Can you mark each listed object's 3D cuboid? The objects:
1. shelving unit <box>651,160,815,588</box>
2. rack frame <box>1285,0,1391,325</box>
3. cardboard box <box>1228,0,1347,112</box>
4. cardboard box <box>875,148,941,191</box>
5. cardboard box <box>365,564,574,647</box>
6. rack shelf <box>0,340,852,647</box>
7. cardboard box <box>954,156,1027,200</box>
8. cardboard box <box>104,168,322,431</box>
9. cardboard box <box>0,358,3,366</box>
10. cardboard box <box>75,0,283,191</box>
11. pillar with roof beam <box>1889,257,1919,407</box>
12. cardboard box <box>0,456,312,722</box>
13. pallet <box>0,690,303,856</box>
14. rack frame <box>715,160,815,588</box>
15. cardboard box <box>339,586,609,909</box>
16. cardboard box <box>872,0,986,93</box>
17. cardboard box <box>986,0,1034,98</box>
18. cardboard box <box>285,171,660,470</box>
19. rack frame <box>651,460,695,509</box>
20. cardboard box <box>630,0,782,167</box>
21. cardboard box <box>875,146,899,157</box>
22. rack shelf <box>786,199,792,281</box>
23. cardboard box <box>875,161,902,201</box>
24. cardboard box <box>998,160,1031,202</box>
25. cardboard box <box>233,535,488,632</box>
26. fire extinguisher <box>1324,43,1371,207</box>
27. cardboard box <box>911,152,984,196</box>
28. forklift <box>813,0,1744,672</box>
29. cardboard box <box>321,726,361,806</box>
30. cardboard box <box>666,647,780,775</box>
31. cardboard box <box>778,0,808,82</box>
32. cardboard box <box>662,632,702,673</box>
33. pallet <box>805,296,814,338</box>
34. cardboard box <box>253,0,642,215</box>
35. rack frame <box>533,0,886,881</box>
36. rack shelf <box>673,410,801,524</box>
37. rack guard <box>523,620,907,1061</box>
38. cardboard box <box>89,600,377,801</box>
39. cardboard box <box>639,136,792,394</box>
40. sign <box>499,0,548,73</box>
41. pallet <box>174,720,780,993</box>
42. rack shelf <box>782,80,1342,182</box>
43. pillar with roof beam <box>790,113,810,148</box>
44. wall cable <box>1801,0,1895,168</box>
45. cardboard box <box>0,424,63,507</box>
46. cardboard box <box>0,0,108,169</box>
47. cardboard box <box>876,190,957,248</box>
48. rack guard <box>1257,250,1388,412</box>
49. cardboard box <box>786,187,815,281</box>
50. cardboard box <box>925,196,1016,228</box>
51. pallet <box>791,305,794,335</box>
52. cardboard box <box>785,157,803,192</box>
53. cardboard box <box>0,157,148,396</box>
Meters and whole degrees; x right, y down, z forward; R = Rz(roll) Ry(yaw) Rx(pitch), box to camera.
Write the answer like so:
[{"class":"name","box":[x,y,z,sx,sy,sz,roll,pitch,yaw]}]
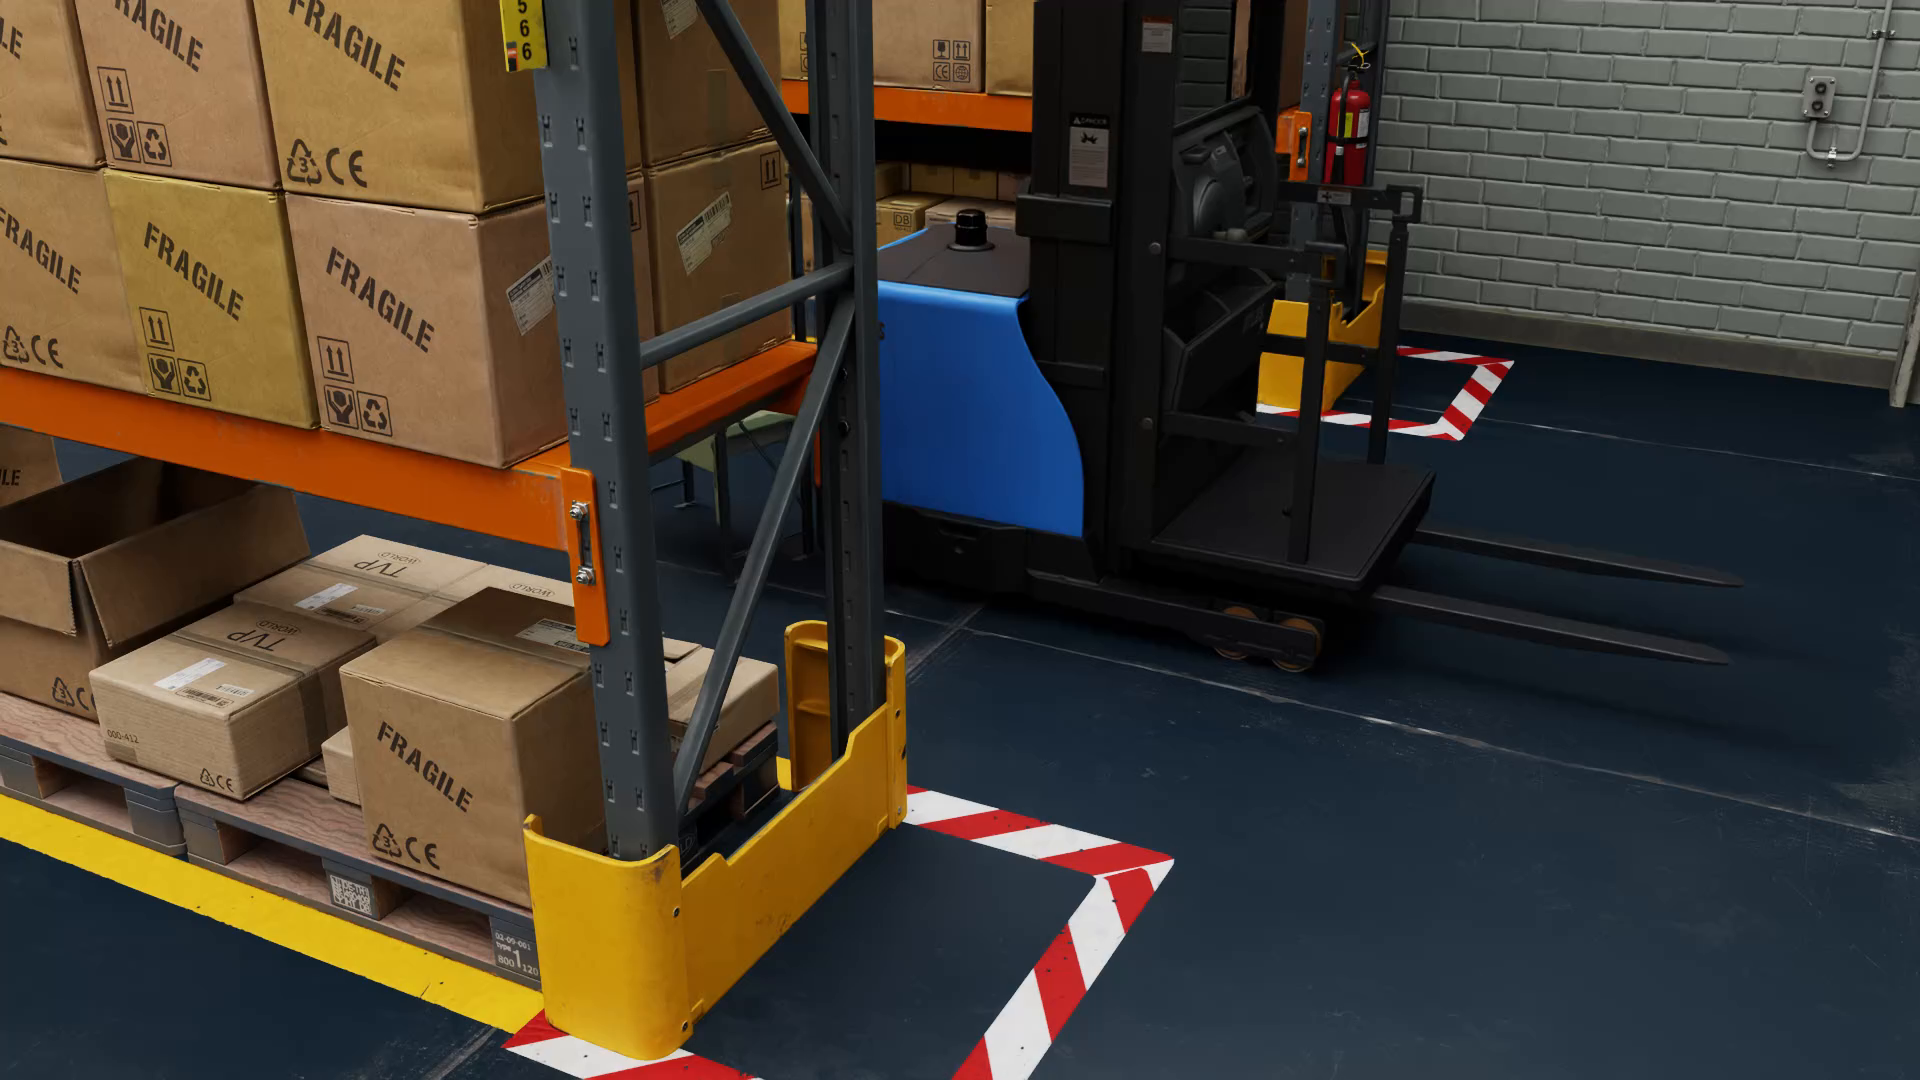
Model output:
[{"class":"shelving unit","box":[-0.942,-0.680,5.933,0.431,1.500,0.755,-21,31,-40]},{"class":"rack frame","box":[1.762,-2.196,7.581,0.127,3.000,1.000,11,25,25]},{"class":"cardboard box","box":[1.302,-2.421,7.726,0.700,0.700,0.980,12,26,27]},{"class":"cardboard box","box":[-0.295,-1.987,8.919,0.250,0.149,0.380,11,26,25]},{"class":"cardboard box","box":[-1.273,0.314,4.629,0.500,0.250,0.500,11,25,25]},{"class":"rack shelf","box":[-2.255,-0.487,4.482,4.000,0.370,1.077,11,25,25]},{"class":"cardboard box","box":[0.162,-1.897,8.707,0.250,0.149,0.380,11,26,25]},{"class":"cardboard box","box":[-1.457,-0.586,3.667,0.500,0.500,0.500,11,26,25]},{"class":"cardboard box","box":[-2.349,-0.765,4.087,0.500,0.500,0.500,11,25,24]},{"class":"cardboard box","box":[-1.442,-1.043,3.464,0.500,0.500,0.500,12,26,26]},{"class":"pillar with roof beam","box":[2.619,-3.279,2.461,0.400,9.000,9.100,11,25,25]},{"class":"cardboard box","box":[-2.360,0.105,4.799,0.637,0.503,0.797,11,25,25]},{"class":"pallet","box":[-2.334,0.448,4.926,1.213,0.211,1.003,11,25,25]},{"class":"rack frame","box":[-0.685,-0.578,5.693,0.400,1.500,0.023,-21,31,-40]},{"class":"cardboard box","box":[-1.066,0.473,3.938,0.500,0.500,0.500,11,25,25]},{"class":"cardboard box","box":[-0.028,-2.683,8.343,0.700,0.700,0.980,10,25,22]},{"class":"cardboard box","box":[0.648,-2.545,8.019,0.700,0.700,0.980,11,25,24]},{"class":"cardboard box","box":[-0.992,-0.495,3.454,0.500,0.500,0.500,12,26,26]},{"class":"rack frame","box":[-1.199,-0.782,6.173,0.400,1.500,0.023,-21,31,-40]},{"class":"cardboard box","box":[-0.747,-1.142,3.697,0.500,0.500,0.500,12,26,26]},{"class":"cardboard box","box":[-0.520,-2.032,9.024,0.250,0.149,0.380,10,25,23]},{"class":"rack shelf","box":[-0.942,-1.039,5.780,0.431,0.370,0.720,-21,31,-40]},{"class":"cardboard box","box":[-0.497,-1.860,8.618,0.250,0.149,0.380,10,25,23]},{"class":"cardboard box","box":[0.391,-1.852,8.601,0.250,0.149,0.380,12,26,25]},{"class":"cardboard box","box":[-1.719,0.226,4.837,0.500,0.250,0.500,11,25,25]},{"class":"fire extinguisher","box":[1.688,-1.801,7.227,0.183,0.674,0.296,11,25,25]},{"class":"cardboard box","box":[-0.064,-1.942,8.812,0.250,0.149,0.380,11,25,24]},{"class":"forklift","box":[1.035,-1.167,5.250,3.031,2.935,1.130,11,25,25]},{"class":"cardboard box","box":[-1.387,0.523,4.245,0.250,0.166,0.380,11,25,25]},{"class":"cardboard box","box":[-0.688,0.450,4.439,0.250,0.149,0.380,11,25,25]},{"class":"cardboard box","box":[-0.682,-2.808,8.637,0.700,0.700,0.980,11,25,23]},{"class":"cardboard box","box":[-0.911,0.398,4.539,0.250,0.166,0.380,11,25,25]},{"class":"pallet","box":[-0.072,-1.242,8.902,1.213,0.211,1.003,11,25,25]},{"class":"cardboard box","box":[-0.991,-0.954,3.255,0.500,0.500,0.500,11,25,24]},{"class":"rack frame","box":[-0.470,-0.465,3.511,0.127,3.000,1.000,11,25,25]},{"class":"rack shelf","box":[-0.942,-0.380,6.061,0.431,0.370,0.720,-21,31,-40]},{"class":"rack guard","box":[-0.538,0.672,4.032,0.348,0.500,1.175,11,25,25]},{"class":"cardboard box","box":[-1.900,0.409,4.406,0.500,0.250,0.500,11,25,25]},{"class":"cardboard box","box":[-0.747,-0.682,3.892,0.500,0.500,0.500,12,26,26]},{"class":"sign","box":[-0.738,-0.953,2.775,0.005,0.325,0.100,11,25,25]},{"class":"pallet","box":[-1.249,0.664,4.419,1.213,0.211,1.003,11,25,25]},{"class":"rack shelf","box":[-0.023,-2.218,8.552,4.000,0.370,1.077,11,25,25]},{"class":"pillar with roof beam","box":[-2.735,-4.338,4.952,0.400,9.000,9.100,11,25,25]},{"class":"wall cable","box":[3.332,-2.768,7.627,1.851,1.984,0.084,11,25,25]},{"class":"cardboard box","box":[-3.403,-0.222,5.571,0.500,0.500,0.500,11,25,25]},{"class":"cardboard box","box":[-1.907,-1.133,3.675,0.500,0.500,0.500,12,26,26]},{"class":"cardboard box","box":[-0.283,-1.596,8.828,0.500,0.500,0.700,12,26,26]},{"class":"rack guard","box":[1.783,-1.041,8.060,0.348,0.500,1.175,11,25,25]},{"class":"cardboard box","box":[-0.740,-1.688,9.043,0.500,0.500,0.700,11,25,24]},{"class":"cardboard box","box":[0.196,-1.505,8.612,0.500,0.500,0.700,10,25,23]},{"class":"pallet","box":[-1.164,-1.457,9.407,1.213,0.211,1.003,11,25,25]},{"class":"cardboard box","box":[-0.963,-1.952,8.835,0.250,0.149,0.380,12,26,26]},{"class":"cardboard box","box":[-1.900,-0.676,3.878,0.500,0.500,0.500,11,26,25]}]
